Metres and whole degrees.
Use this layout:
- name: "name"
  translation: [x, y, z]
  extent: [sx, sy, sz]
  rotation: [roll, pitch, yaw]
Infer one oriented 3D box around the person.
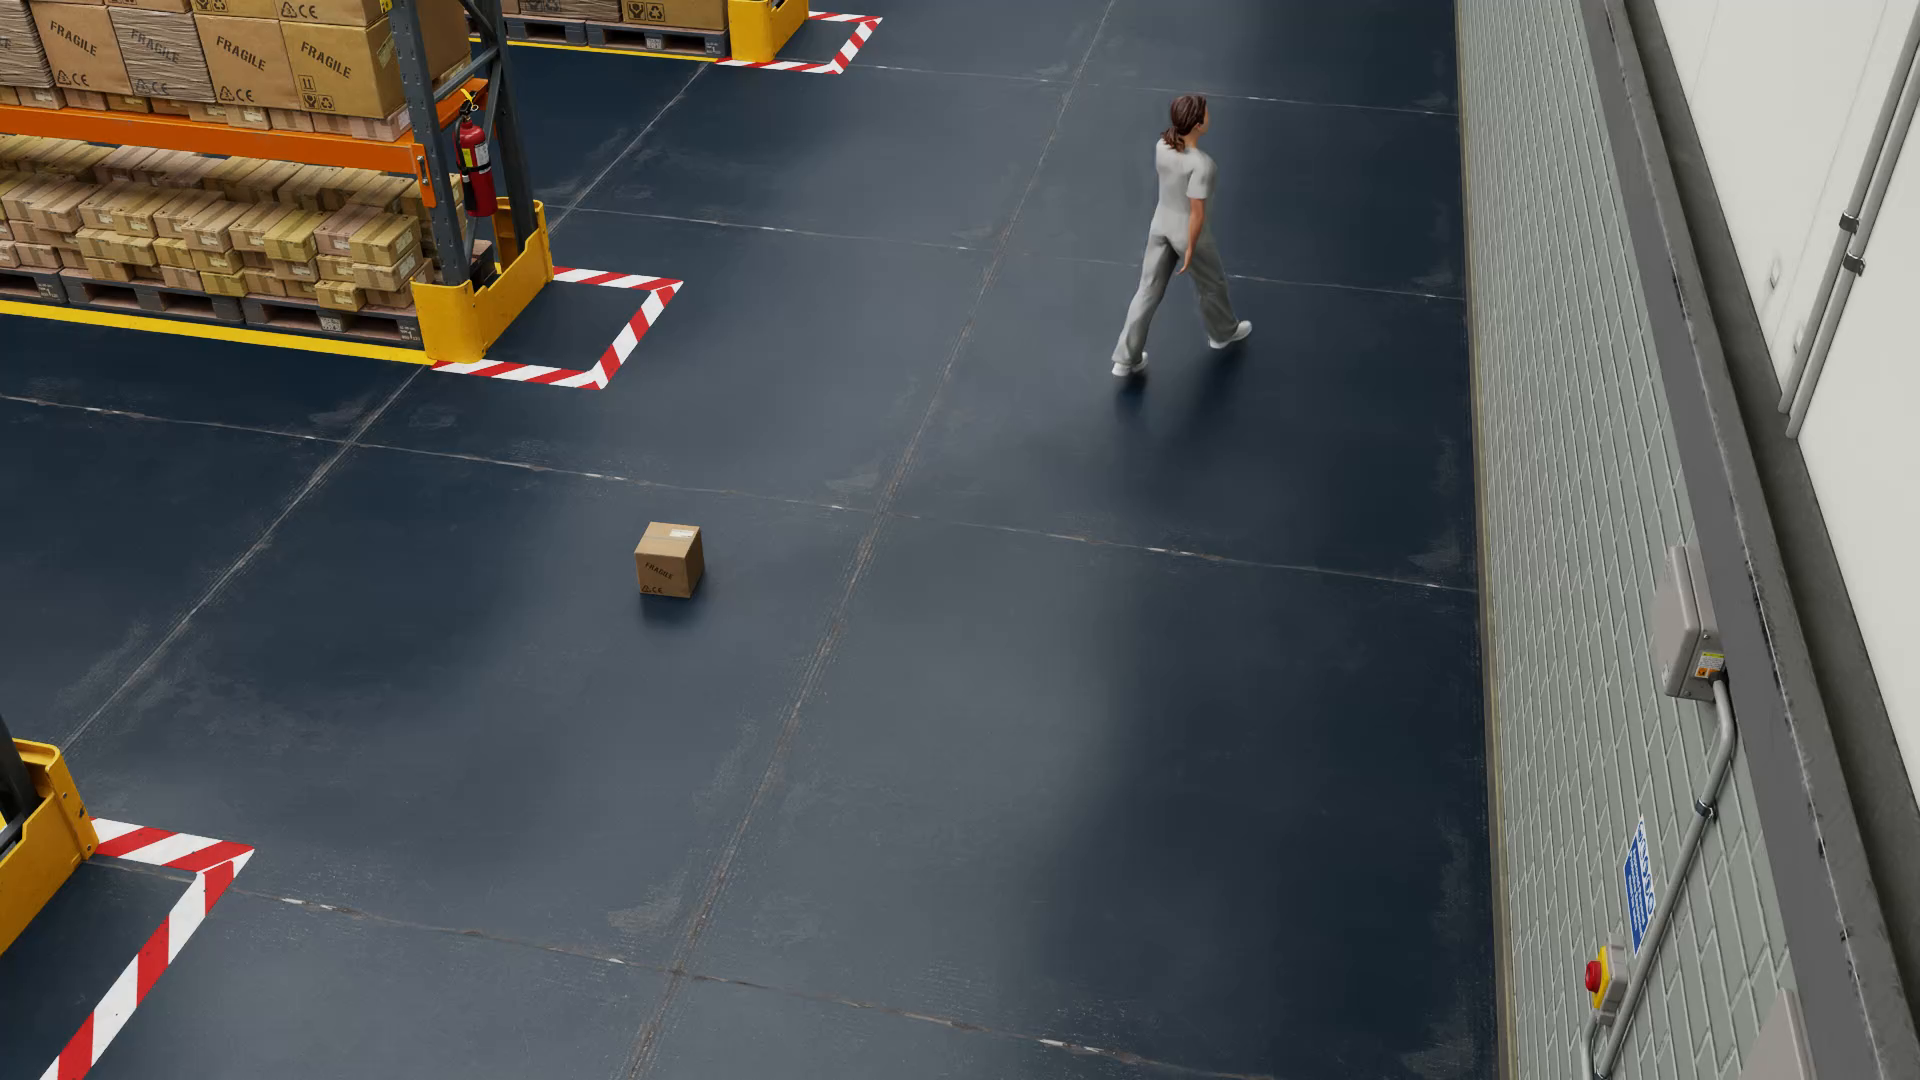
- name: "person"
  translation: [1.276, -1.734, 9.279]
  extent: [1.020, 1.610, 0.458]
  rotation: [-28, 45, -32]
